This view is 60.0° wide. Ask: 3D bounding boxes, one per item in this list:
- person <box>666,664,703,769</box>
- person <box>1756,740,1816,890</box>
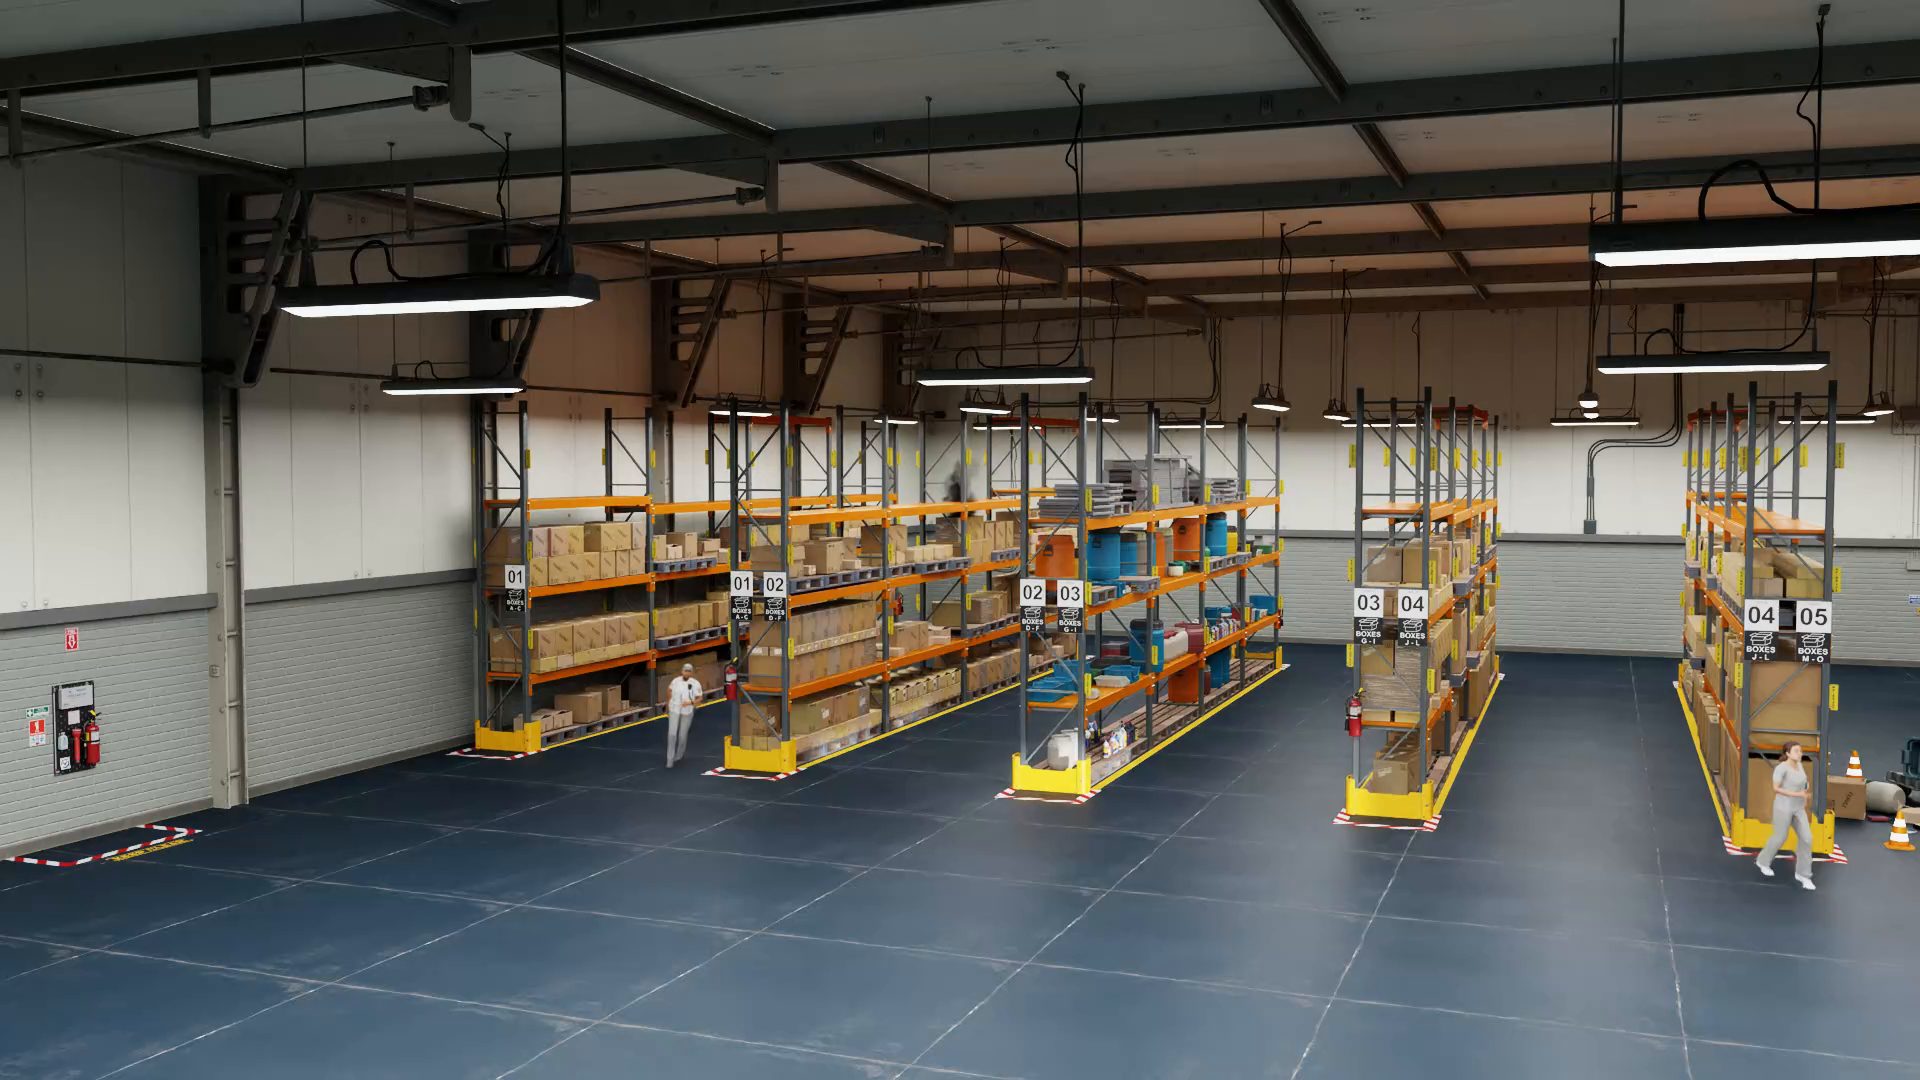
[{"bbox_3d":[-4.520,2.860,27.273,0.604,1.684,0.798,0,3,-4],"label":"person"},{"bbox_3d":[9.766,3.218,19.628,0.577,1.735,0.771,-1,3,-19],"label":"person"}]
